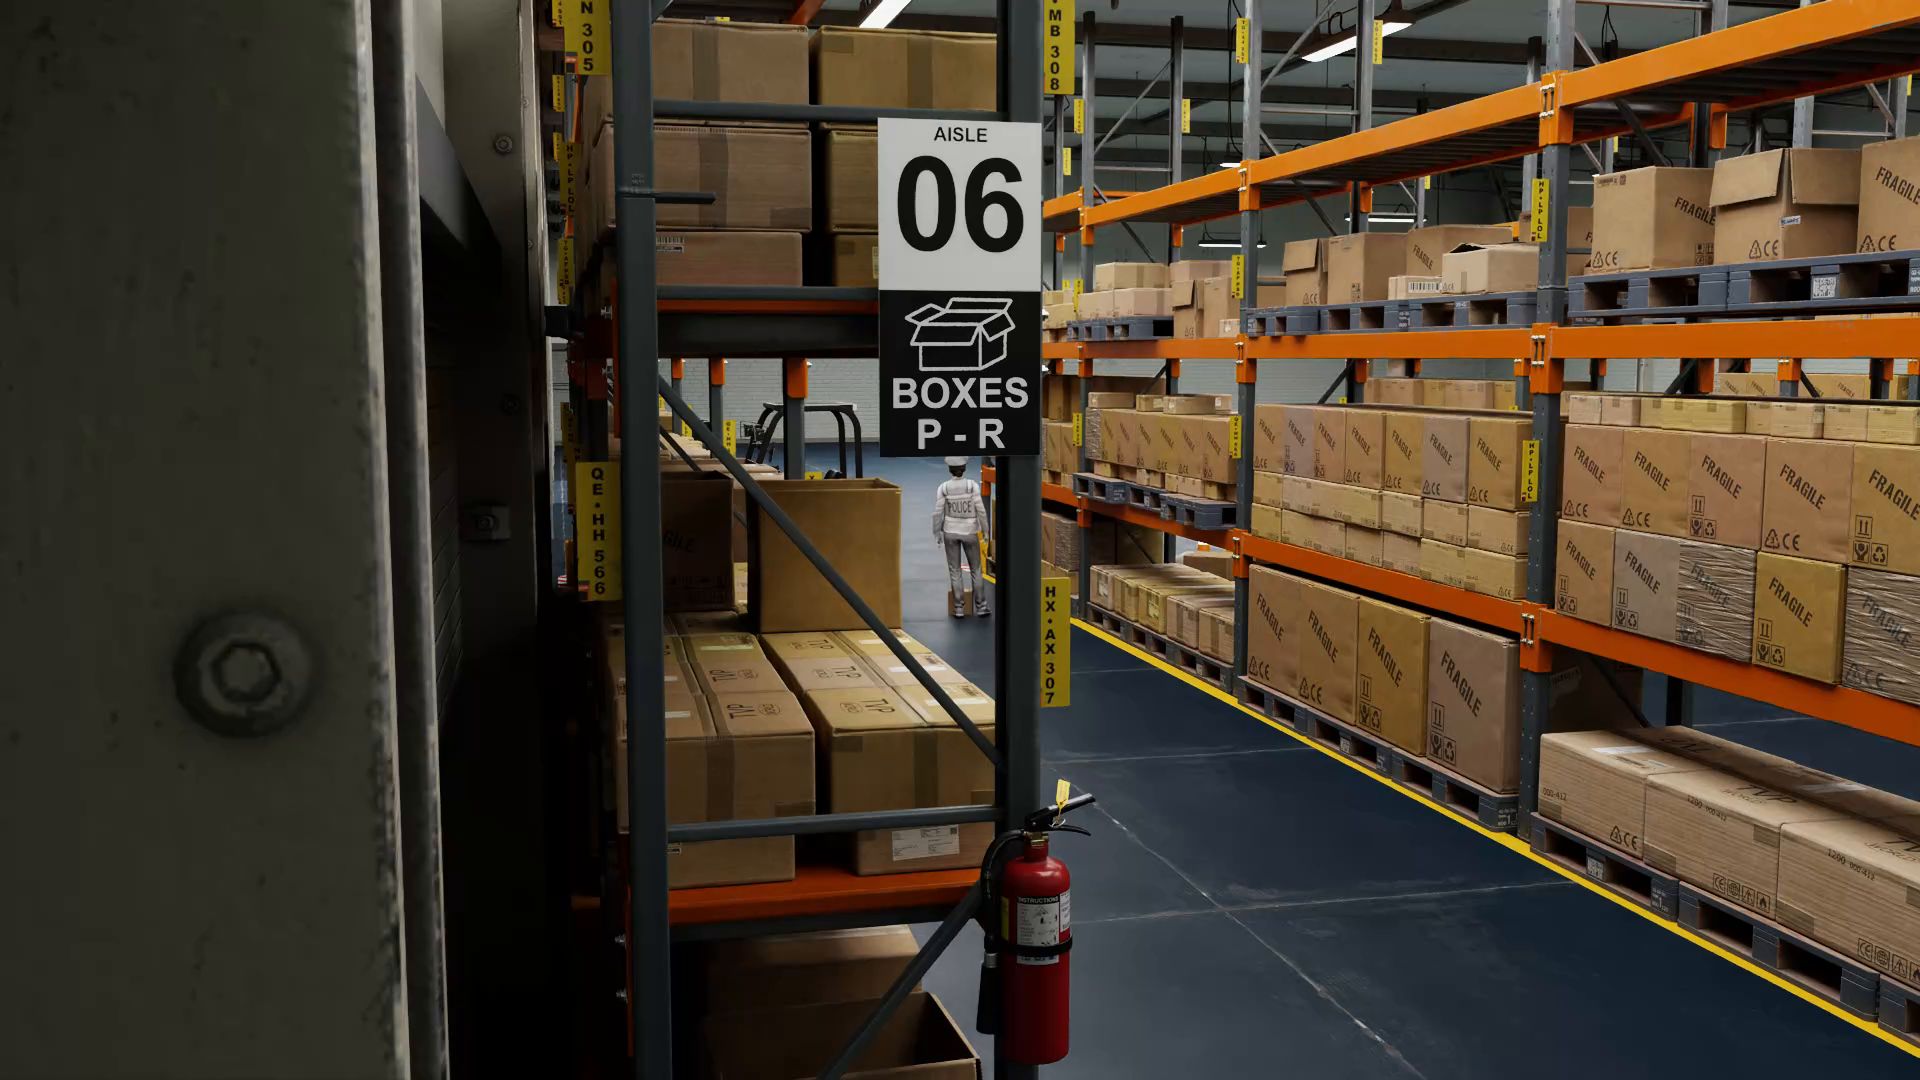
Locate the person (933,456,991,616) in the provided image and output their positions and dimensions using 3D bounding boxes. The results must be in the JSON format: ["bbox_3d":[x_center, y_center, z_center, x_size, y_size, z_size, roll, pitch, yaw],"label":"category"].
[{"bbox_3d":[0.017,-0.061,17.010,0.586,1.694,0.530,1,6,5],"label":"person"}]
